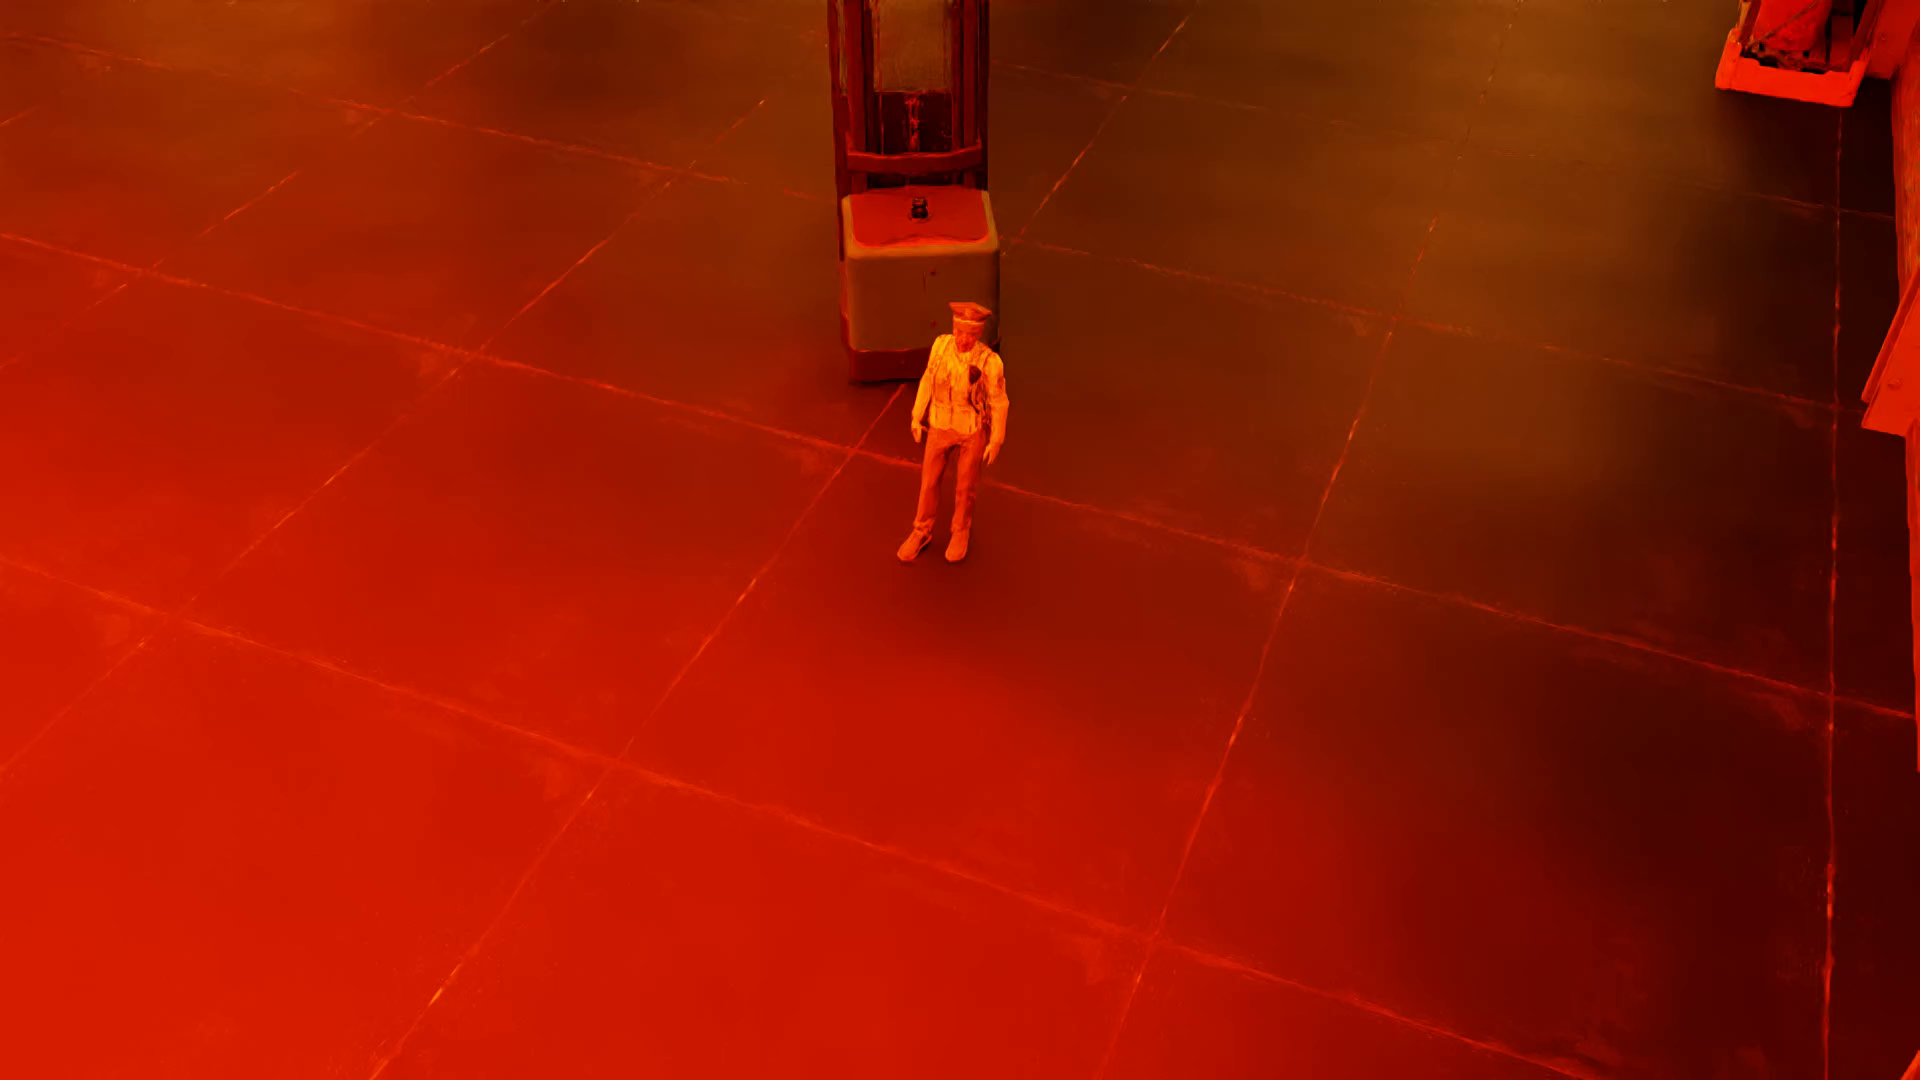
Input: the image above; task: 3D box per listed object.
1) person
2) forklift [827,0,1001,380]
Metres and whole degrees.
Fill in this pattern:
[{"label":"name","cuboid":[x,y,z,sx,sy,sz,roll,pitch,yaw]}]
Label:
[{"label":"person","cuboid":[-0.036,-0.611,9.689,0.586,1.692,0.514,15,42,17]},{"label":"forklift","cuboid":[-0.370,-3.163,11.785,1.130,2.935,3.031,-3,40,-4]}]
